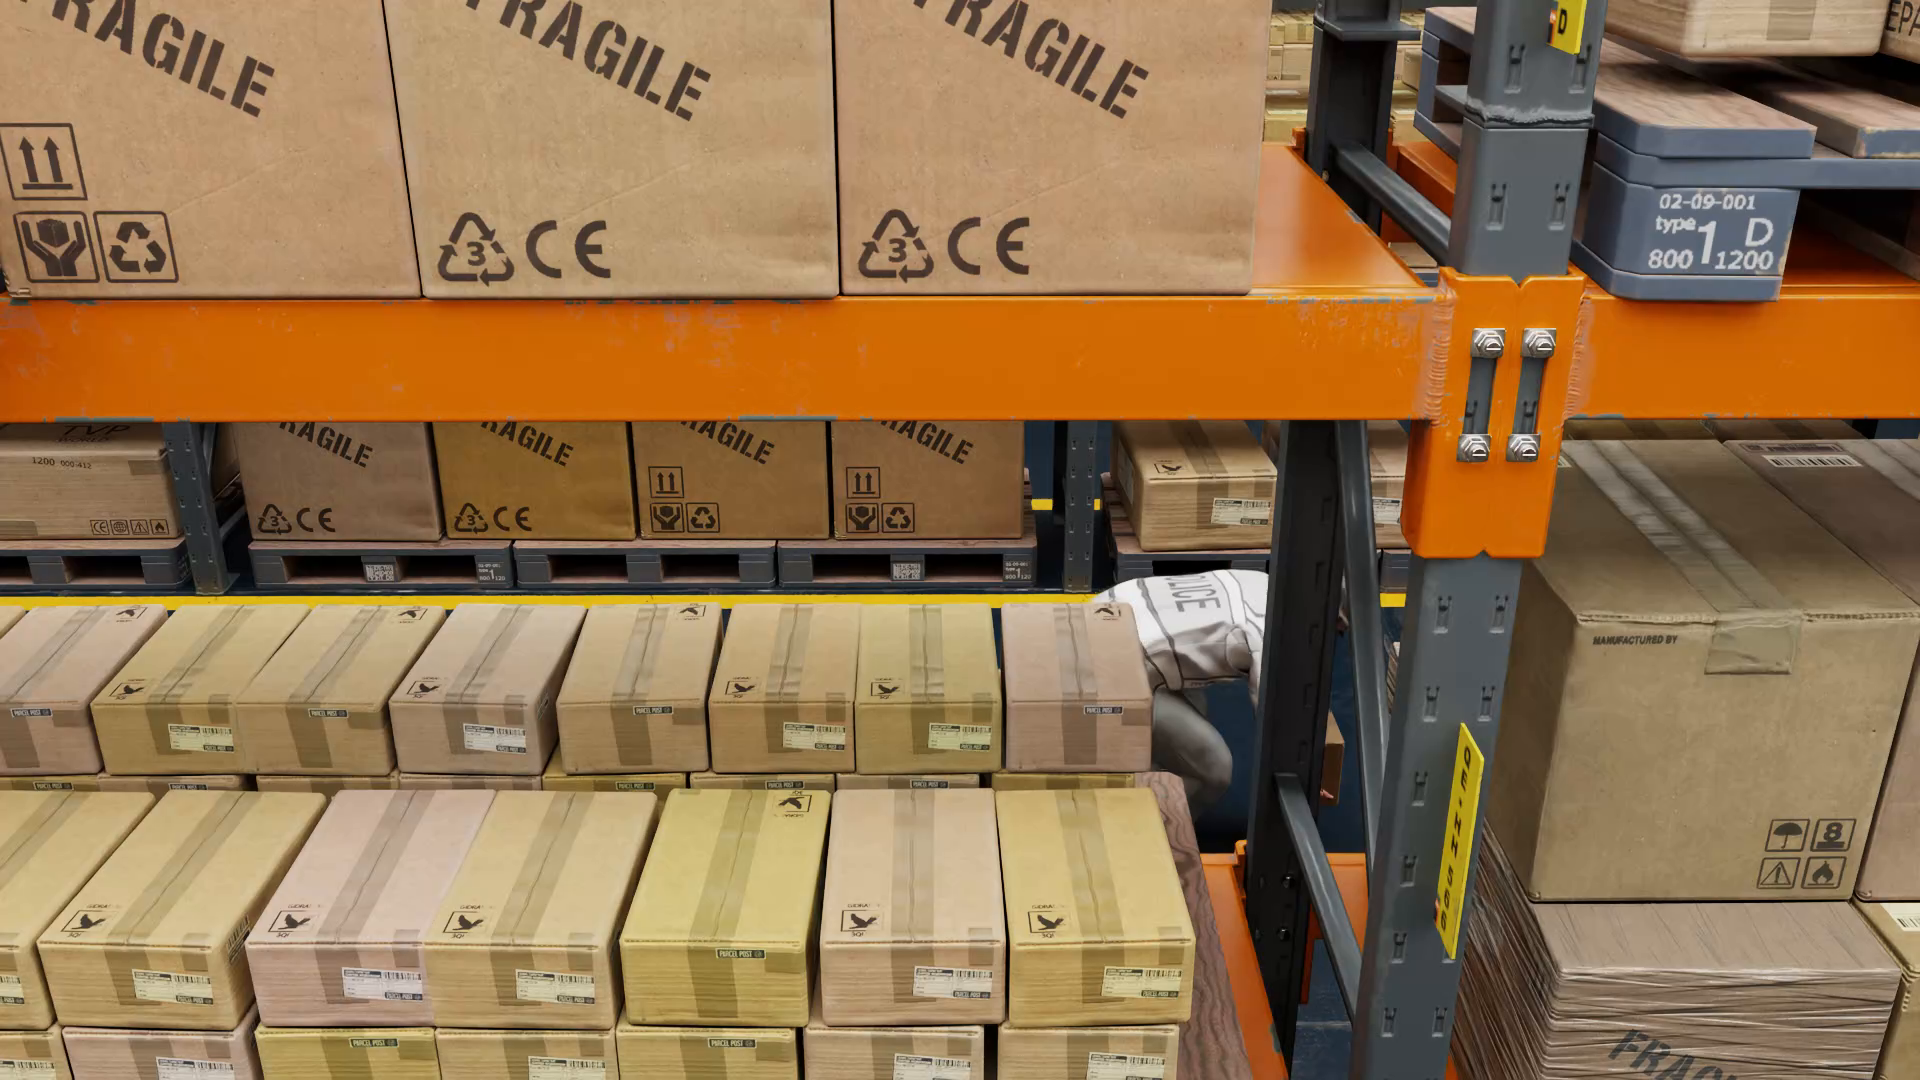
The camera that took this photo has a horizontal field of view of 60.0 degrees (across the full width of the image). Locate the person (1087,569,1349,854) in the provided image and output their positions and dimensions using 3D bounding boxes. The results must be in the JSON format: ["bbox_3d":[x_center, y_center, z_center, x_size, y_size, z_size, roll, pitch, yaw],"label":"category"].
[{"bbox_3d":[0.851,0.586,5.610,1.033,1.077,0.528,-1,24,-3],"label":"person"}]
